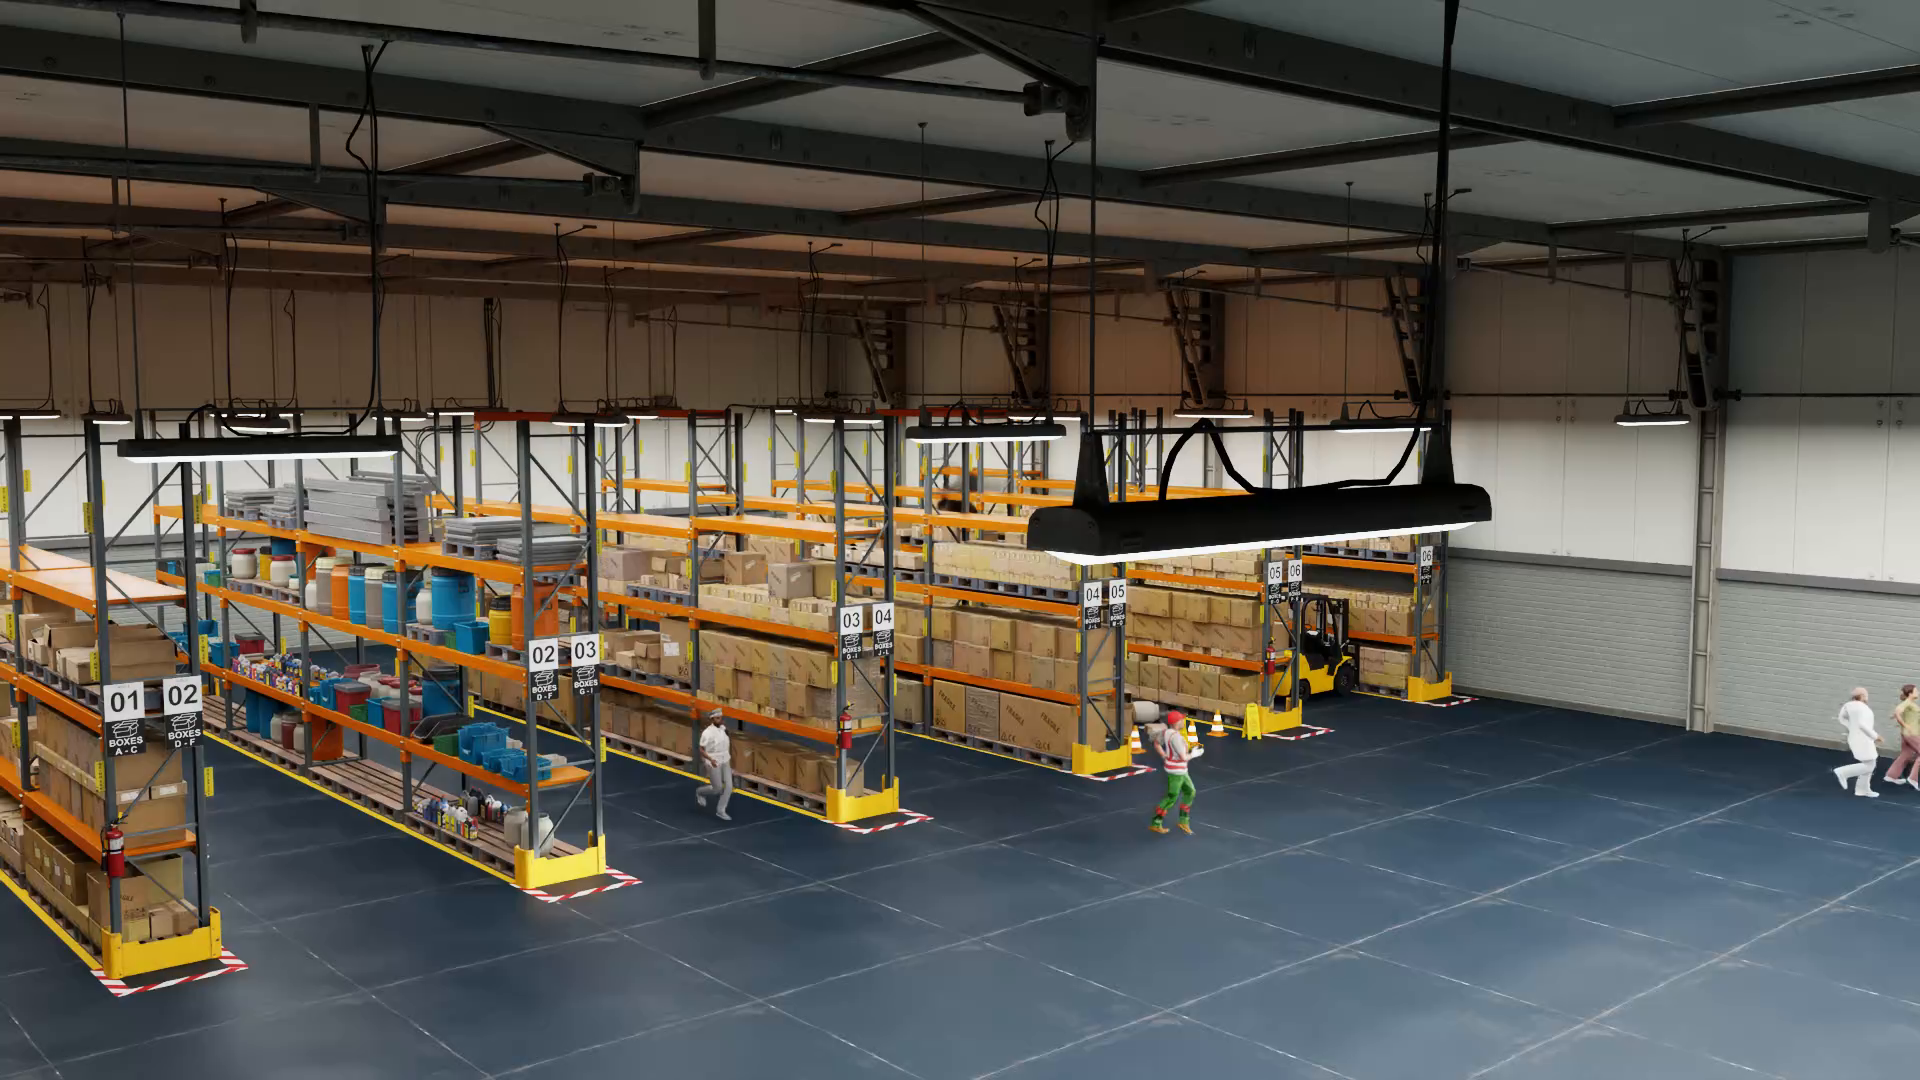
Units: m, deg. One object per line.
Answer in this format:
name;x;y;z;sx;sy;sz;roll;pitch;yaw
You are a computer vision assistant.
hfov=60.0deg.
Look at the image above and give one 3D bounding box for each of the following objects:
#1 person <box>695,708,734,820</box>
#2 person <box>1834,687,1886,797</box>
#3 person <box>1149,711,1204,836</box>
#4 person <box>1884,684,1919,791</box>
person;-3.662;3.329;24.916;0.668;1.674;0.584;4;7;40
person;14.094;3.177;26.131;0.756;1.743;0.711;0;5;2
person;3.085;3.350;23.771;0.775;1.845;0.643;0;5;1
person;15.229;3.160;26.658;0.670;1.715;0.558;2;6;26
